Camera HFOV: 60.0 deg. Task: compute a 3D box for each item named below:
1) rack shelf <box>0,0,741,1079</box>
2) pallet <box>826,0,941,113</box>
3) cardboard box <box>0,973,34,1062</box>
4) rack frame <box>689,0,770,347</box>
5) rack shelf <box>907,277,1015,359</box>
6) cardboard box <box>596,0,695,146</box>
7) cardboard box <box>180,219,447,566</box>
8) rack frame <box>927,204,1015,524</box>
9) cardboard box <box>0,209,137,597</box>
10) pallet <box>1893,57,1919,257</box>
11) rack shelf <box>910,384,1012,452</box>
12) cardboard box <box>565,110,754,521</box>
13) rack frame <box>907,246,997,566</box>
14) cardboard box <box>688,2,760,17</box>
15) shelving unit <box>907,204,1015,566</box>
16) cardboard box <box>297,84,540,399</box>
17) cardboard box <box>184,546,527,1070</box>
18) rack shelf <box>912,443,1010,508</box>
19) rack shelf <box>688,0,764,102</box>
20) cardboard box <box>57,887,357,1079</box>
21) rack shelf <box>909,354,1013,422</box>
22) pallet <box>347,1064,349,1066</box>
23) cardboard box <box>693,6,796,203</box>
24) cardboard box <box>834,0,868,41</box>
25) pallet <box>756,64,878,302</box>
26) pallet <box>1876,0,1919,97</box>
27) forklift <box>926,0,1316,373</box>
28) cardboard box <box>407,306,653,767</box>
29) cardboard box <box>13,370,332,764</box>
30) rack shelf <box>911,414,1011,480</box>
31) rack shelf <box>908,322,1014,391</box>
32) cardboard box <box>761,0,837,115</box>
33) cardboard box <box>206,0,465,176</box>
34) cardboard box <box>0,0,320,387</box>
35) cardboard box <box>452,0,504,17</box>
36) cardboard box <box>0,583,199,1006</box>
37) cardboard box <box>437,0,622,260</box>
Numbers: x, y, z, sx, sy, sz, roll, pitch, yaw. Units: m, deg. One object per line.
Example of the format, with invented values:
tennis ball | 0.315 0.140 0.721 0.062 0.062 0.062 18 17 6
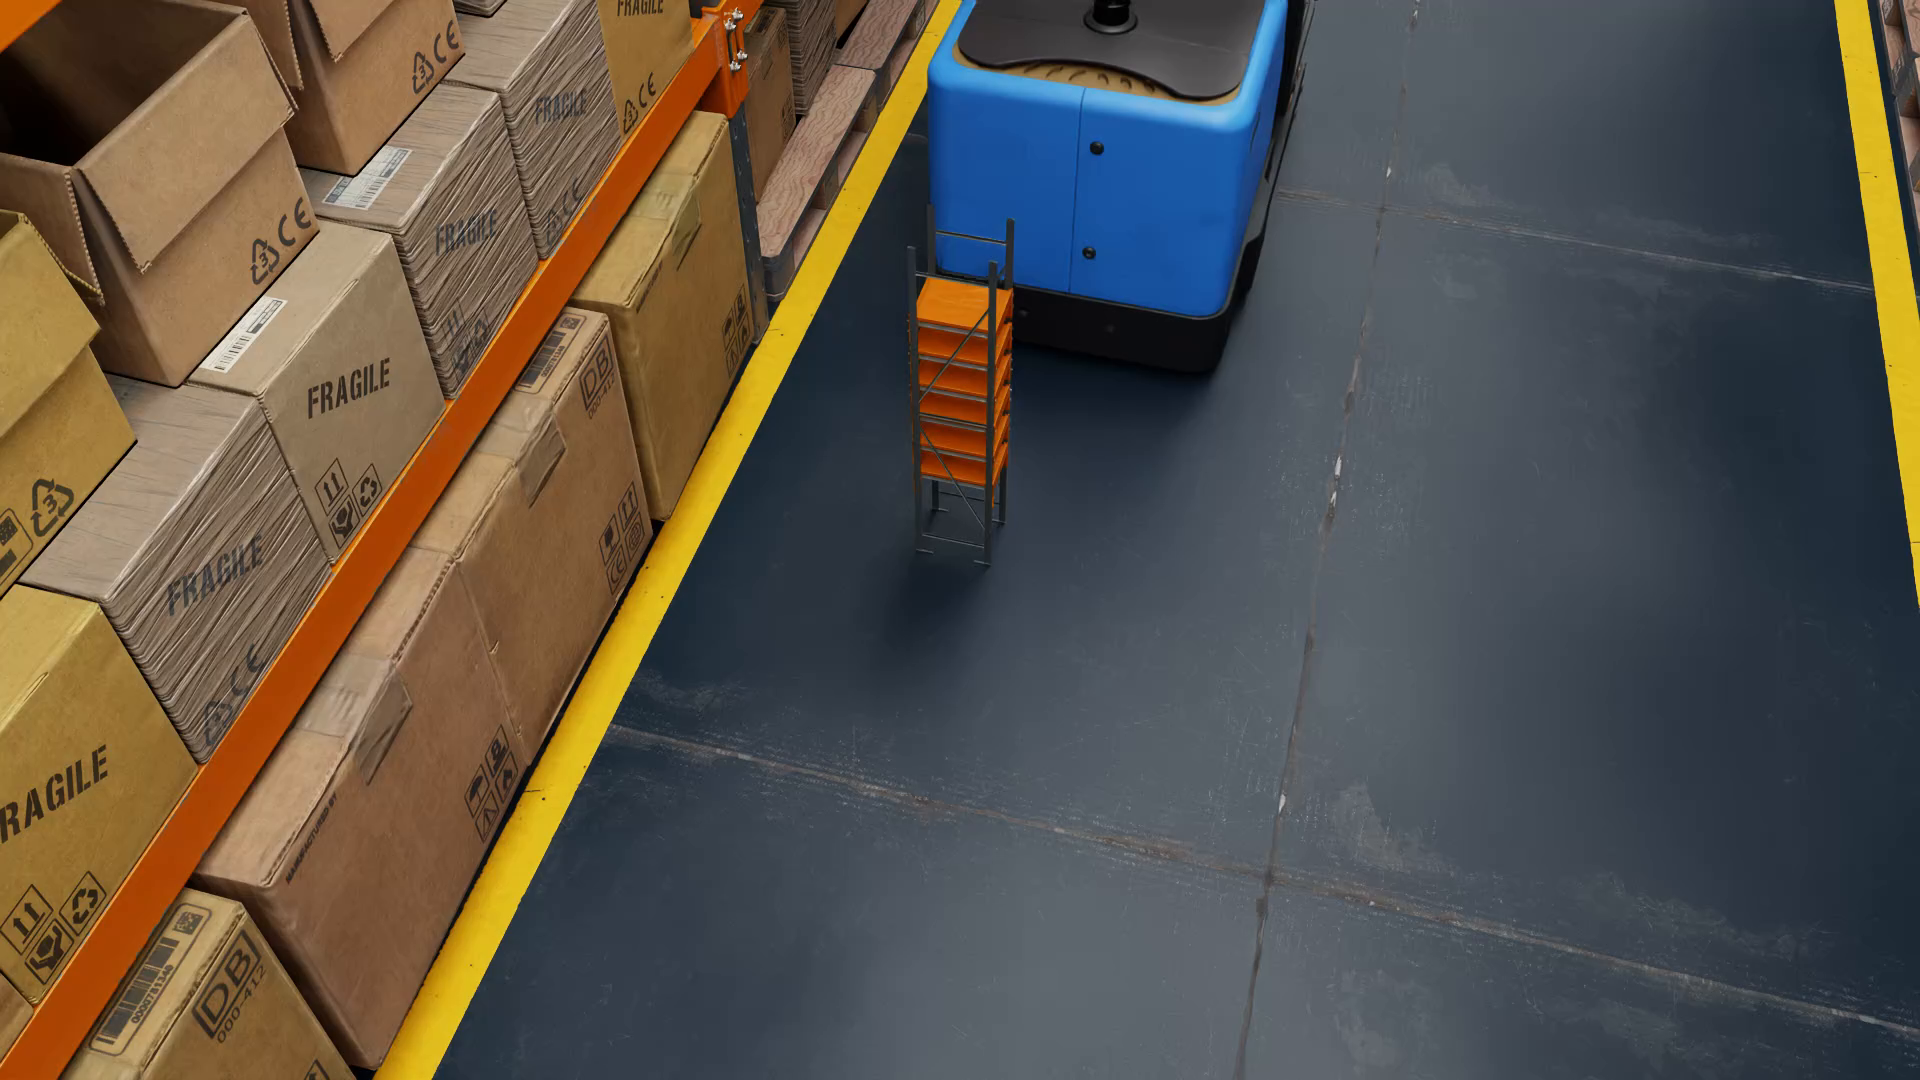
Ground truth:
rack shelf | -1.702 -0.130 3.844 1.077 0.370 4.000 12 50 10
pallet | -0.646 -2.337 7.172 1.003 0.211 1.213 12 50 10
cardboard box | -1.867 0.762 2.510 0.500 0.500 0.500 12 50 10
rack frame | -1.176 -1.815 4.851 1.000 3.000 0.127 12 50 10
rack shelf | 0.004 -0.616 4.573 0.258 0.103 0.180 12 50 10
cardboard box | -1.067 -1.442 4.455 0.500 0.500 0.500 13 50 11
cardboard box | -1.472 -0.339 3.481 0.500 0.500 0.500 12 50 11
rack frame | 0.028 -0.474 4.868 0.240 1.200 0.006 12 50 10
cardboard box | -1.877 -0.244 2.729 0.797 0.503 0.637 12 50 10
pallet | 4.167 -1.347 6.298 1.003 0.211 1.213 12 50 10
rack shelf | 0.004 -0.378 4.843 0.258 0.103 0.180 12 50 10
cardboard box | -1.378 -0.756 5.053 1.225 0.875 0.875 9 49 8
rack frame | -0.020 -0.341 4.751 0.240 1.200 0.006 12 50 10
cardboard box | -1.029 -1.872 5.775 0.500 0.250 0.500 13 50 12
shelving unit | 0.004 -0.407 4.809 0.258 1.200 0.189 12 50 10
cardboard box | -1.337 -0.706 3.806 0.500 0.500 0.500 10 49 9
cardboard box | -1.845 0.529 3.919 1.225 0.875 0.875 10 49 9
rack shelf | 0.004 -0.219 5.023 0.258 0.103 0.180 12 50 10
rack shelf | -0.650 -3.023 6.398 1.077 0.370 4.000 12 50 10
cardboard box | -2.080 1.176 3.349 1.225 0.875 0.875 12 50 10
rack shelf | 0.004 -0.458 4.753 0.258 0.103 0.180 12 50 10
pallet | -2.098 1.428 3.849 1.003 0.211 1.213 12 50 10
cardboard box | -1.019 -1.622 6.055 0.700 0.500 0.500 9 49 8
cardboard box | -0.743 -2.437 6.774 0.700 0.500 0.500 15 50 13
pallet | -0.969 -1.457 6.395 1.003 0.211 1.213 12 50 10
pallet | 4.486 -2.232 7.079 1.003 0.211 1.213 12 50 10
forklift | 0.779 -2.671 5.653 1.130 2.935 3.031 12 50 10
cardboard box | -1.620 -0.112 4.486 1.225 0.875 0.875 12 50 10
cardboard box | -1.603 0.036 3.151 0.500 0.500 0.500 11 49 9
rack shelf | 0.004 -0.299 4.933 0.258 0.103 0.180 12 50 10
rack shelf | 0.004 -0.537 4.663 0.258 0.103 0.180 12 50 10
cardboard box | -0.885 -2.026 6.411 0.700 0.500 0.500 8 49 7
cardboard box | -1.558 -1.183 3.558 0.797 0.503 0.637 13 50 11
cardboard box | -1.728 -0.697 3.129 0.797 0.503 0.637 13 50 11
cardboard box | -1.384 -1.654 3.974 0.797 0.503 0.637 13 50 11
cardboard box | -1.735 0.398 2.831 0.500 0.500 0.500 12 50 10
cardboard box | -1.204 -1.083 4.138 0.500 0.500 0.500 11 50 10
